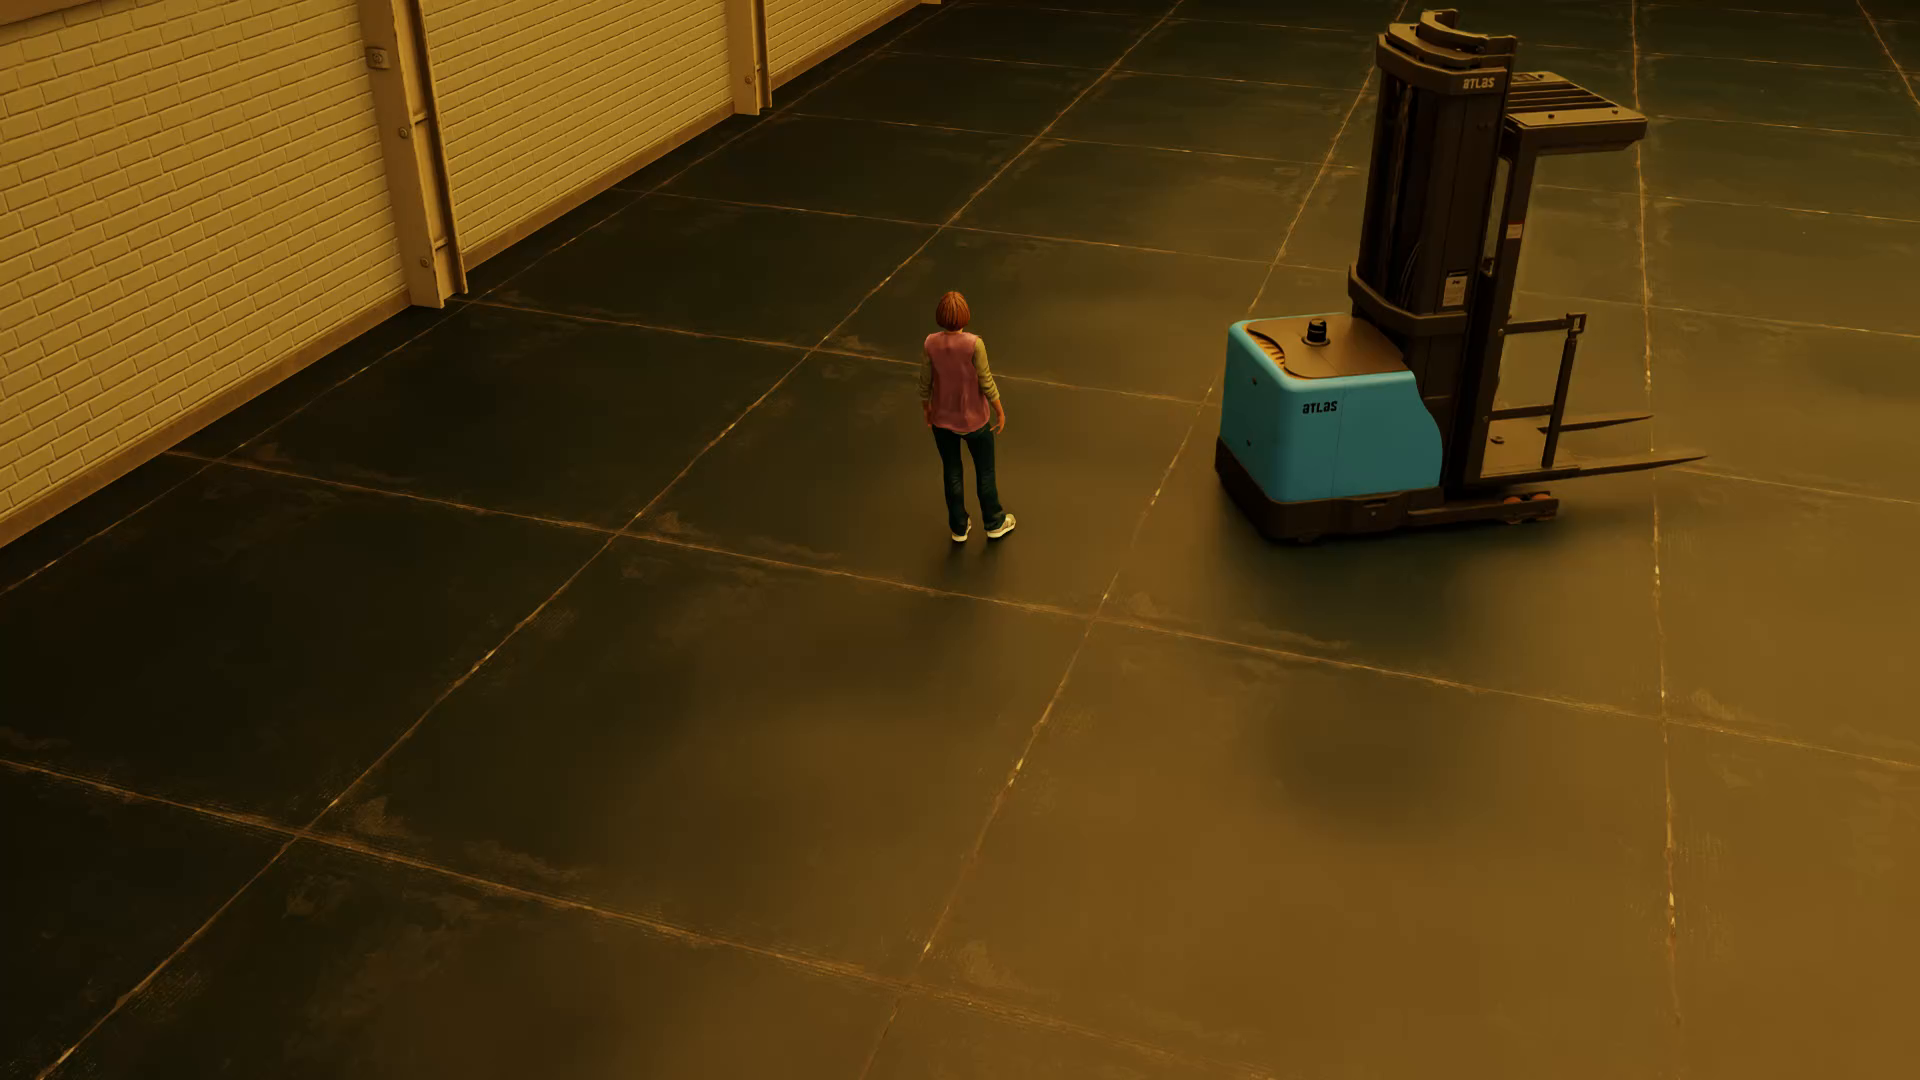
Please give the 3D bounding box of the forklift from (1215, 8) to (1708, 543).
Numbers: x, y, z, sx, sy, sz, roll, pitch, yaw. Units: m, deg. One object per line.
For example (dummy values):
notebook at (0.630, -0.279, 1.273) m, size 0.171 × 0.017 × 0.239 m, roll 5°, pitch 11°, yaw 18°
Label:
forklift at (3.221, -1.621, 9.980) m, size 3.031 × 2.935 × 1.130 m, roll -6°, pitch 30°, yaw -11°

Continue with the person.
person at (0.038, -0.733, 9.754) m, size 0.520 × 1.599 × 0.473 m, roll 10°, pitch 31°, yaw 16°
